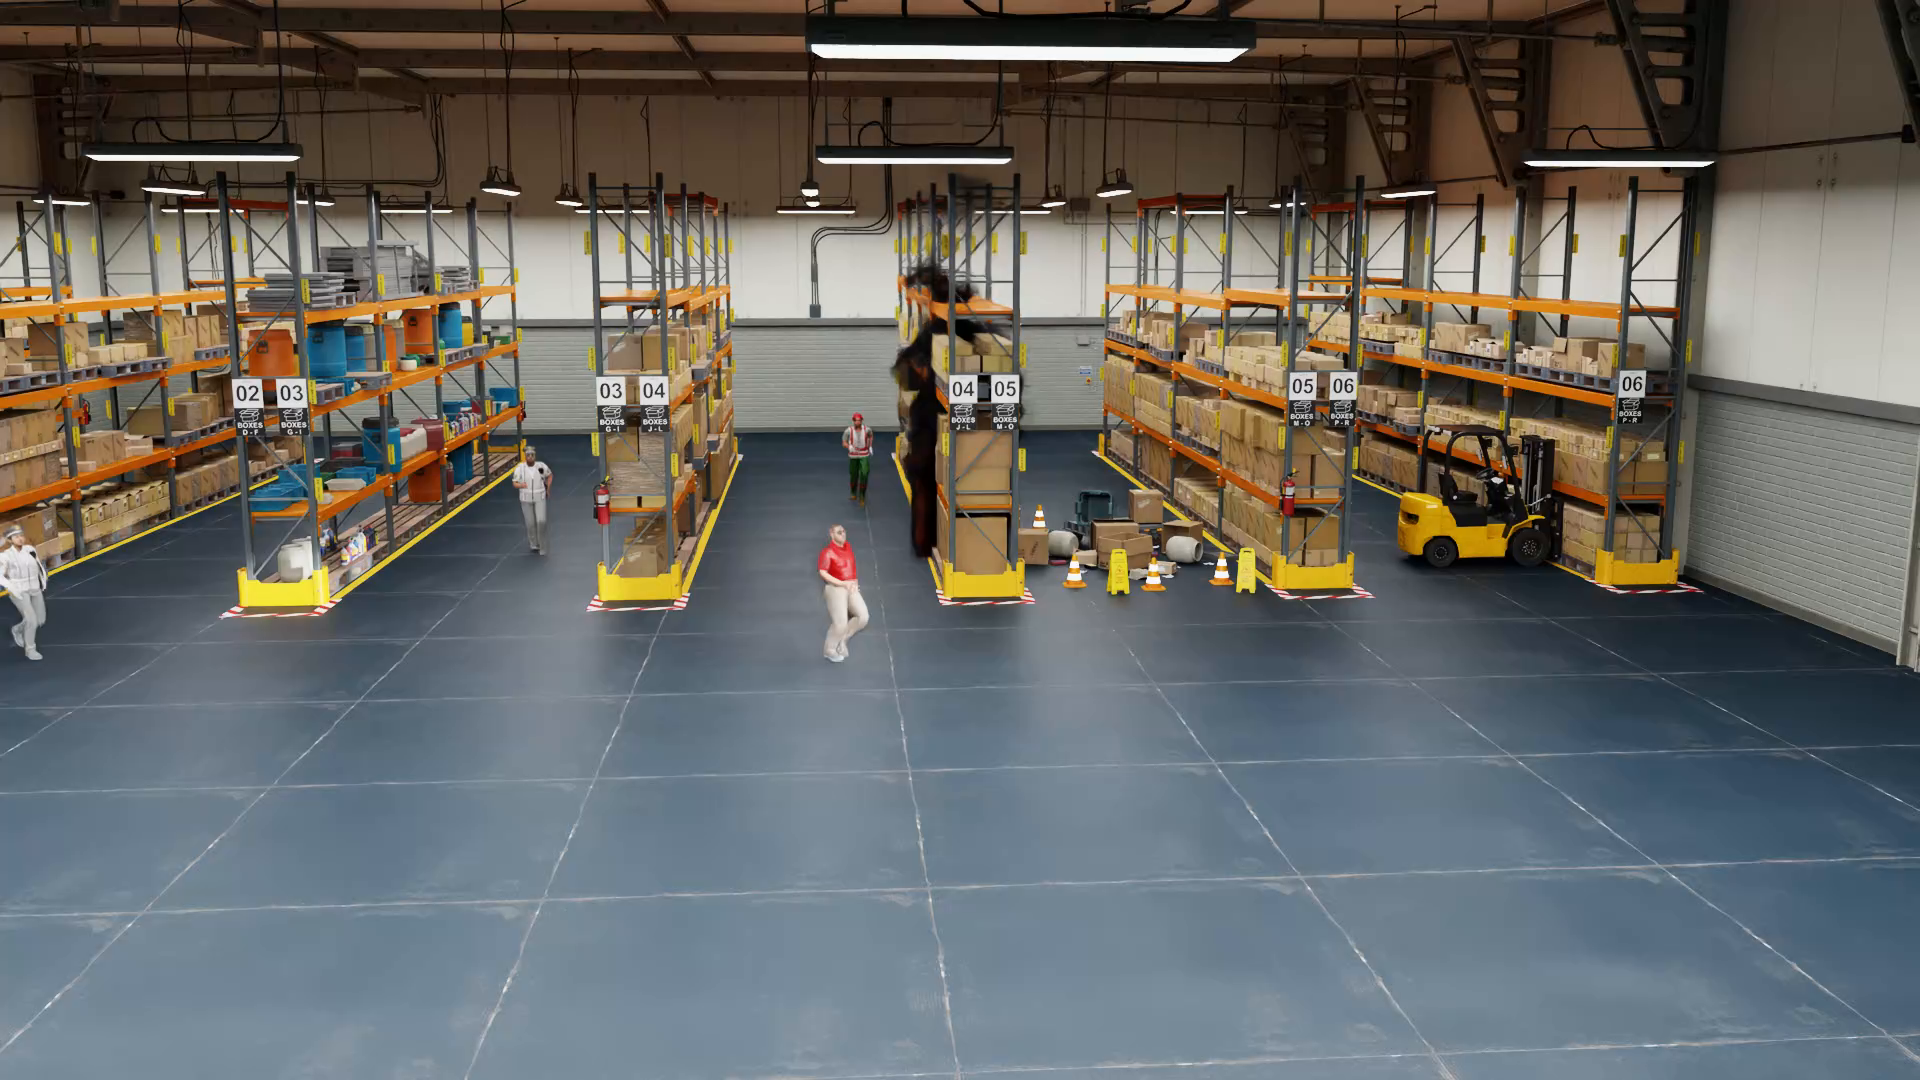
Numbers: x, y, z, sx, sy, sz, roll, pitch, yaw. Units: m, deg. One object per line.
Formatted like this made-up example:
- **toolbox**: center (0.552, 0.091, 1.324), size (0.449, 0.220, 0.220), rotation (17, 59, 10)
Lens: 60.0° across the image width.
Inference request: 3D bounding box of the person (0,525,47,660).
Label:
- **person**: center (-11.535, 0.625, 20.439), size (0.537, 1.673, 0.616), rotation (5, 11, 28)

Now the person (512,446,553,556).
- **person**: center (-7.004, -0.633, 27.295), size (0.638, 1.839, 0.767), rotation (-2, 10, -12)

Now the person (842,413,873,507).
- **person**: center (-2.000, -1.586, 32.599), size (0.602, 1.838, 0.817), rotation (-1, 10, -4)

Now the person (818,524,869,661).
- **person**: center (-1.417, 0.636, 20.237), size (0.594, 1.686, 0.675), rotation (7, 12, 36)
